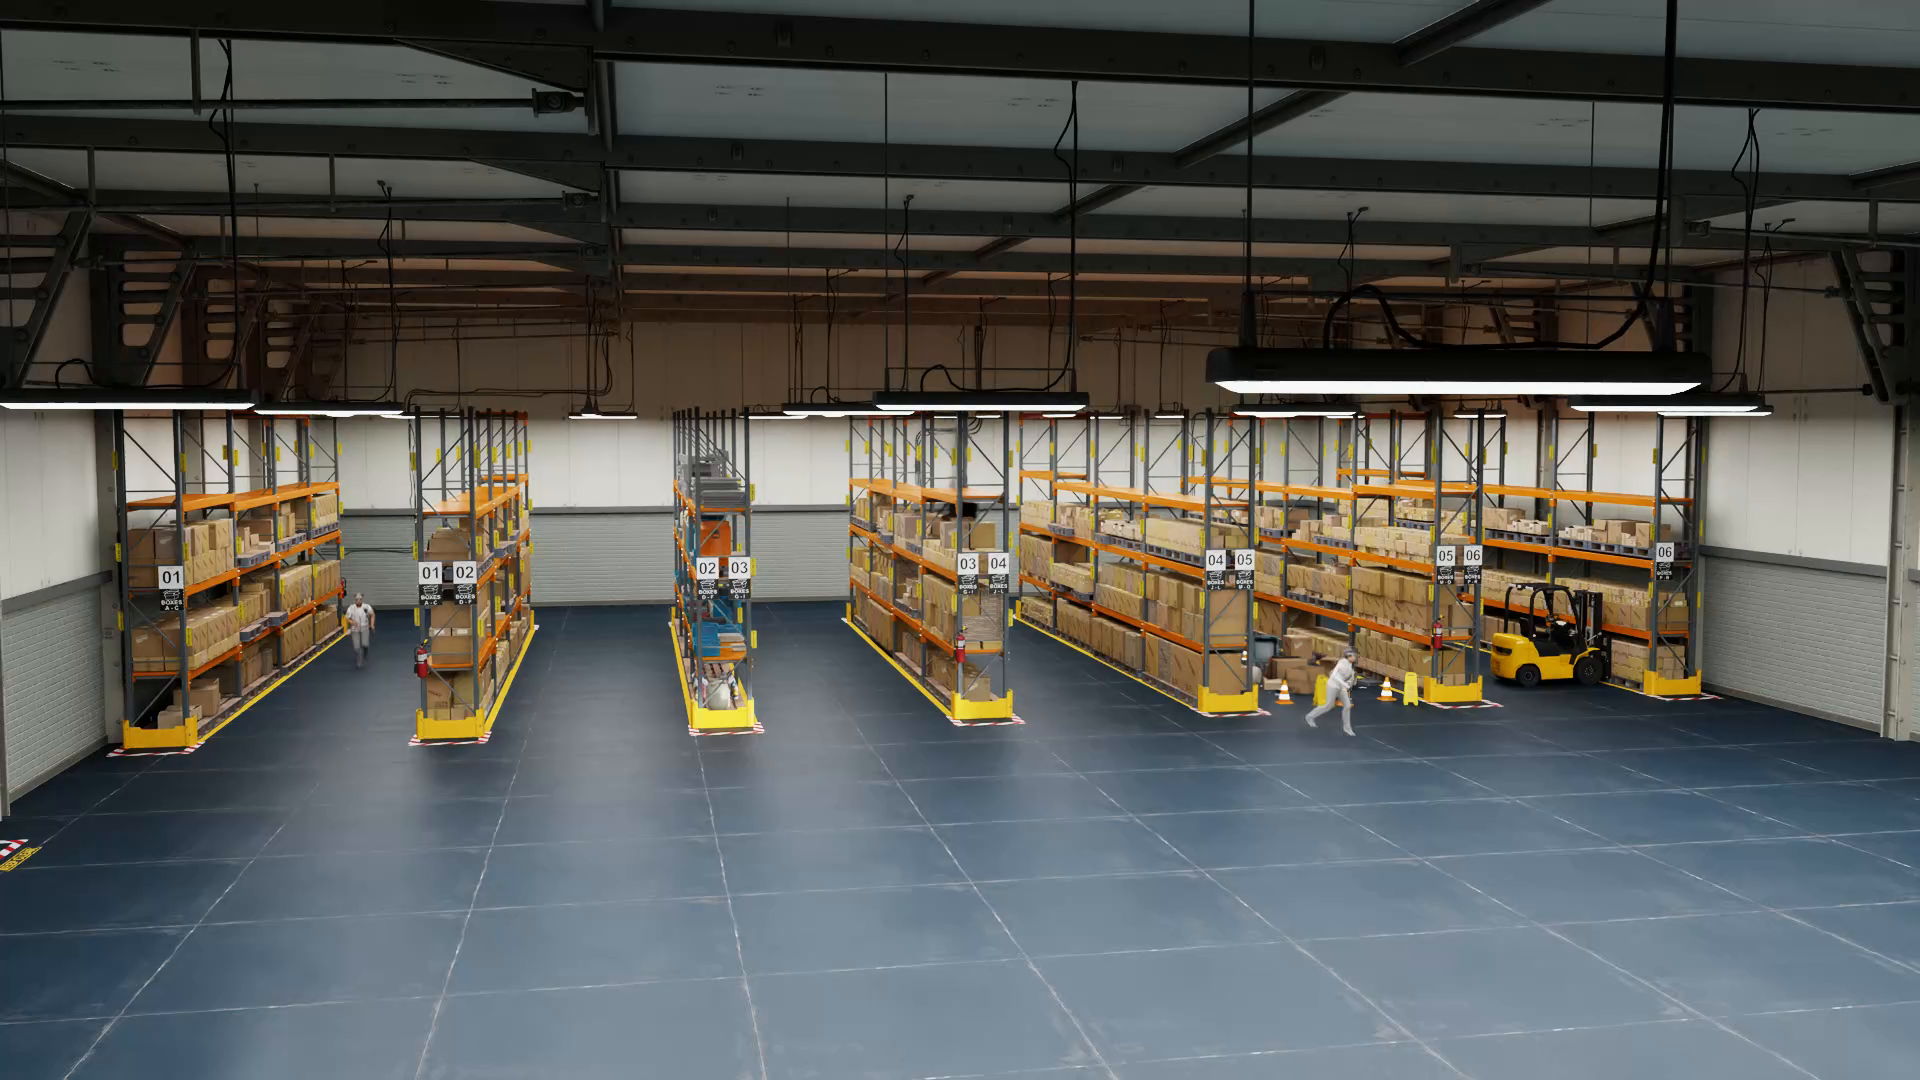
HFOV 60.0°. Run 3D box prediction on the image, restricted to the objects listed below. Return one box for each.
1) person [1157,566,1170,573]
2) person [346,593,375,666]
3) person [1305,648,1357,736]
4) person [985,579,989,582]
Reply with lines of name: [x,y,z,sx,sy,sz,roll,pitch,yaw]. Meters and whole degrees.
person: [6.230,1.270,50.672,0.741,1.771,0.625,-1,4,-16]
person: [-13.965,2.091,38.737,0.642,1.733,0.729,-1,4,-19]
person: [6.838,2.772,30.600,0.977,1.628,0.655,2,5,28]
person: [0.989,1.562,46.089,0.710,1.784,0.985,0,4,-5]
